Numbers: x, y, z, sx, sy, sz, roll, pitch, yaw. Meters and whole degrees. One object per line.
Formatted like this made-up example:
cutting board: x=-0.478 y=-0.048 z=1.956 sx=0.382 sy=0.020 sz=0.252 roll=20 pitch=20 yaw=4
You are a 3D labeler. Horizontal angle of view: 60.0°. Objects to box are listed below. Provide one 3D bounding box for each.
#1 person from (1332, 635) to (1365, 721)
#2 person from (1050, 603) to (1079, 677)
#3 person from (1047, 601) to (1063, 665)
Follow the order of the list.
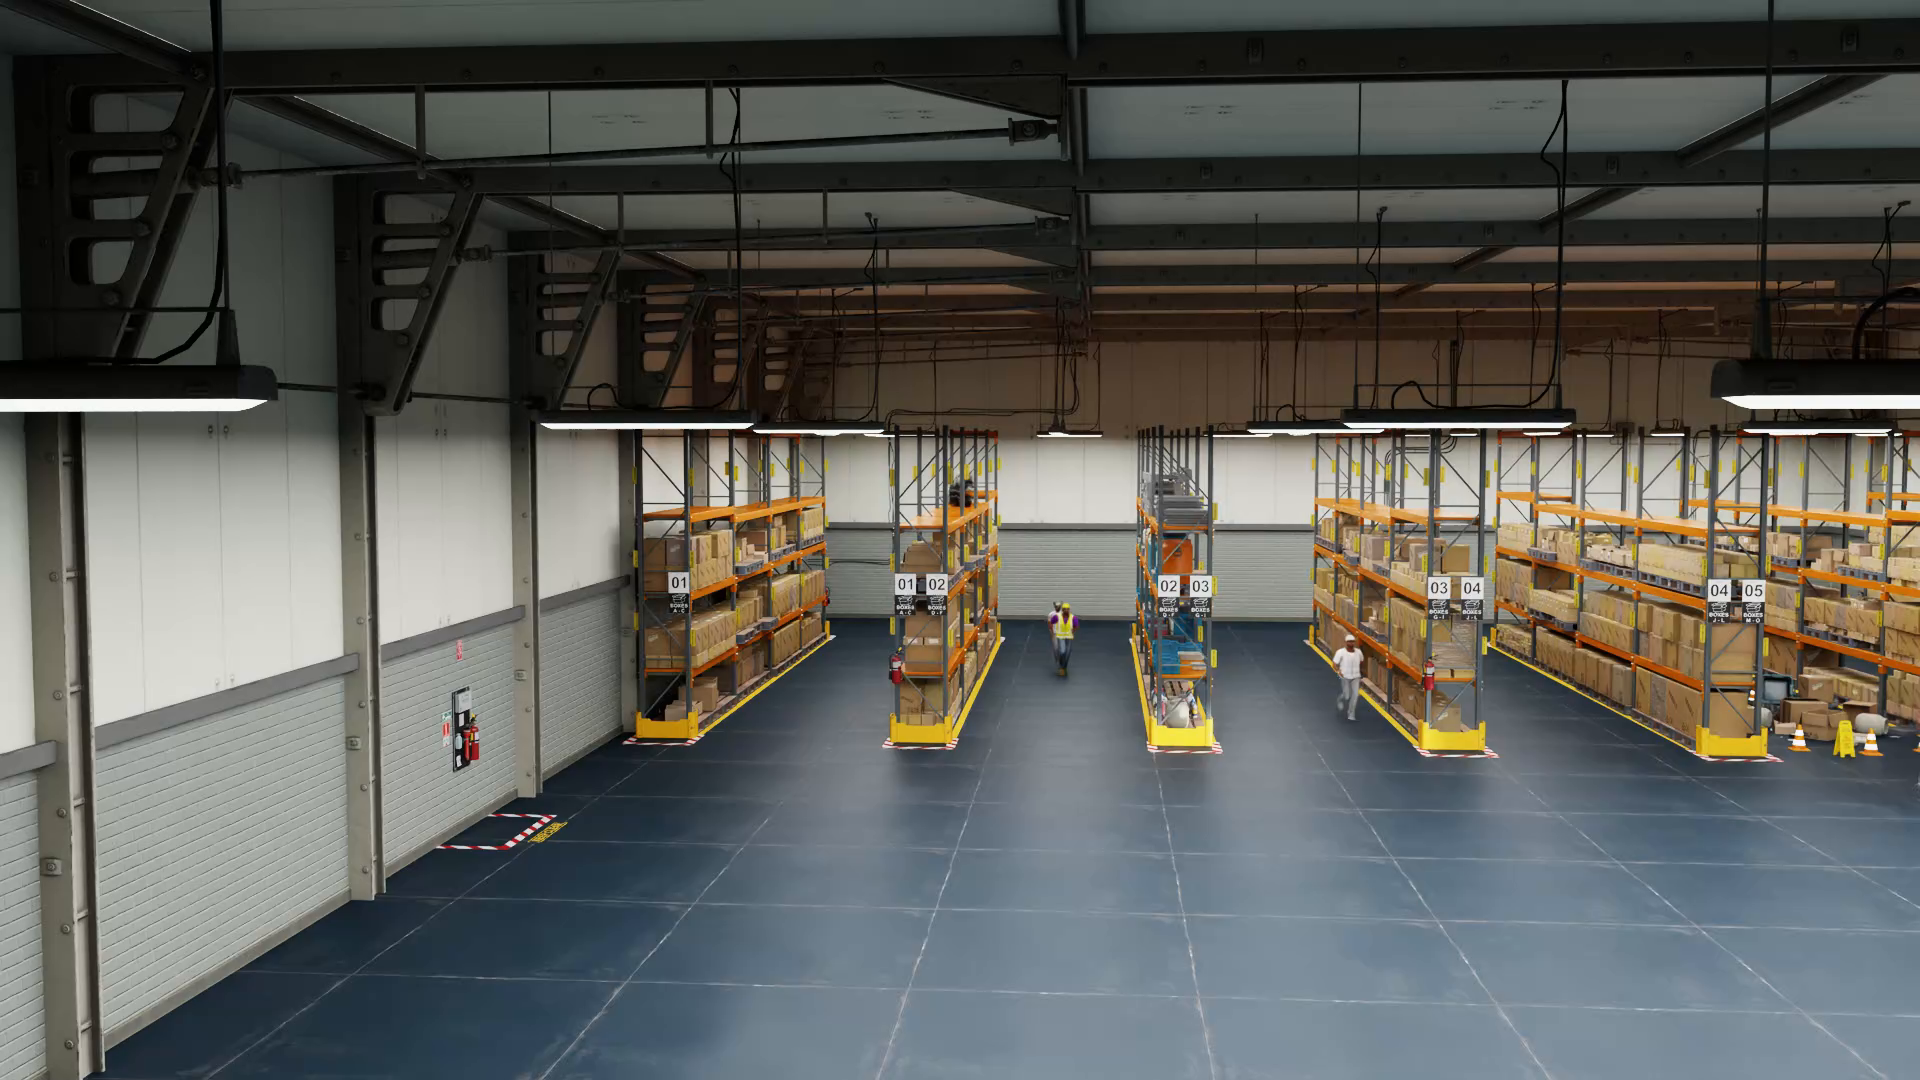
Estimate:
person: x=7.995 y=2.811 z=34.090 sx=0.700 sy=1.739 sz=0.801 roll=0 pitch=3 yaw=-5
person: x=2.552 y=2.420 z=40.390 sx=0.669 sy=1.787 sz=0.808 roll=-1 pitch=3 yaw=-9
person: x=2.498 y=2.361 z=42.507 sx=0.555 sy=1.648 sz=0.592 roll=0 pitch=3 yaw=-5
